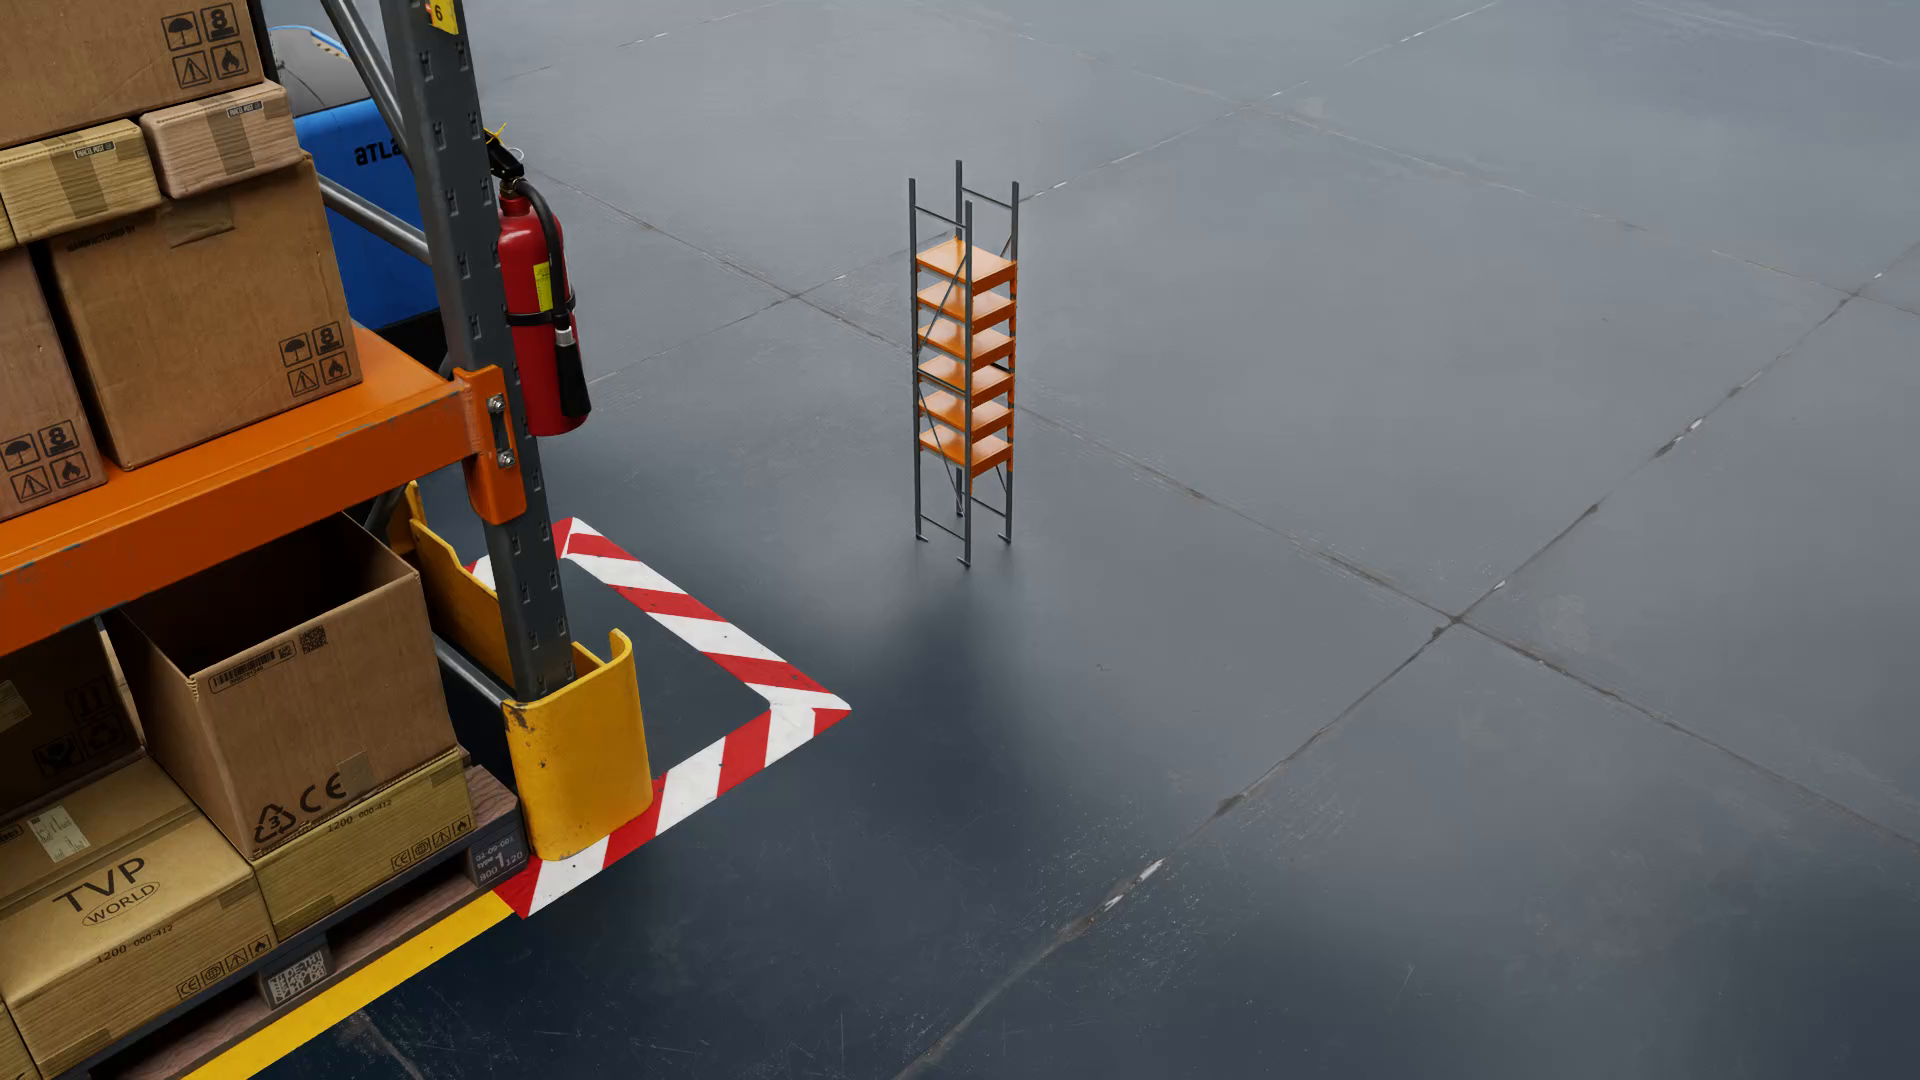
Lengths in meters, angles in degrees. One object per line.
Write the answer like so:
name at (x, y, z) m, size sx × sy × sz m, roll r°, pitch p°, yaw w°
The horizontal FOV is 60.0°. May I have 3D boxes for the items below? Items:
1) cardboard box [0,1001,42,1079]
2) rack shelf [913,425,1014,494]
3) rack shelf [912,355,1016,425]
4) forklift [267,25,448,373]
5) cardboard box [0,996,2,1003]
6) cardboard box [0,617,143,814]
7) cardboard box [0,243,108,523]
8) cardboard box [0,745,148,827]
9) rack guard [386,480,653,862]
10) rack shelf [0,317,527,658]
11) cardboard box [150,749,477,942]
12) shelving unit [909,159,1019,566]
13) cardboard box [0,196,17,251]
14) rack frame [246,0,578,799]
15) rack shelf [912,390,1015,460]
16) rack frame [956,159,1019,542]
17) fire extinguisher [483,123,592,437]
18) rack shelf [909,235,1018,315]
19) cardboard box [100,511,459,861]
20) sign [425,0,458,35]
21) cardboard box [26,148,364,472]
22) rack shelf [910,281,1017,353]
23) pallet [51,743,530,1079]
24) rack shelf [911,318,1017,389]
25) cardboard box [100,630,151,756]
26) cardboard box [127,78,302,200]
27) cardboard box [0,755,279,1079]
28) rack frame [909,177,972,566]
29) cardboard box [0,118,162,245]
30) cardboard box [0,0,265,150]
cardboard box at (-2.179, 0.988, 3.247) m, size 0.500 × 0.250 × 0.500 m, roll 30°, pitch 45°, yaw 35°
rack shelf at (0.010, -0.265, 5.078) m, size 0.258 × 0.103 × 0.180 m, roll 30°, pitch 45°, yaw 35°
rack shelf at (0.010, -0.462, 4.941) m, size 0.258 × 0.103 × 0.180 m, roll 30°, pitch 45°, yaw 35°
forklift at (-3.190, -1.459, 4.779) m, size 3.031 × 2.935 × 1.130 m, roll -28°, pitch 43°, yaw -34°
cardboard box at (-2.177, 0.682, 3.031) m, size 0.500 × 0.500 × 0.500 m, roll 30°, pitch 45°, yaw 35°
cardboard box at (-2.203, 0.264, 3.630) m, size 0.500 × 0.500 × 0.500 m, roll 30°, pitch 45°, yaw 35°
cardboard box at (-2.021, -0.357, 3.052) m, size 0.500 × 0.500 × 0.700 m, roll -29°, pitch 44°, yaw -35°
cardboard box at (-2.202, 0.573, 3.843) m, size 0.500 × 0.250 × 0.500 m, roll 30°, pitch 45°, yaw 35°
rack guard at (-1.300, 0.300, 4.383) m, size 1.175 × 0.500 × 0.348 m, roll 30°, pitch 45°, yaw 35°
rack shelf at (-2.726, 0.391, 2.695) m, size 1.077 × 0.370 × 4.000 m, roll 30°, pitch 45°, yaw 35°
cardboard box at (-1.485, 0.577, 3.837) m, size 0.500 × 0.250 × 0.500 m, roll 30°, pitch 45°, yaw 35°
shelving unit at (0.010, -0.498, 4.915) m, size 0.258 × 1.200 × 0.189 m, roll 30°, pitch 45°, yaw 35°
cardboard box at (-1.814, -0.580, 2.805) m, size 0.380 × 0.149 × 0.250 m, roll 29°, pitch 44°, yaw 35°
rack frame at (-1.317, -0.715, 3.654) m, size 1.000 × 3.000 × 0.127 m, roll 30°, pitch 45°, yaw 35°
rack shelf at (0.010, -0.363, 5.009) m, size 0.258 × 0.103 × 0.180 m, roll 30°, pitch 45°, yaw 35°
rack frame at (0.075, -0.535, 4.968) m, size 0.240 × 1.200 × 0.006 m, roll 30°, pitch 45°, yaw 35°
fire extinguisher at (-0.904, -0.545, 3.476) m, size 0.296 × 0.674 × 0.183 m, roll 30°, pitch 45°, yaw 35°
rack shelf at (0.010, -0.757, 4.735) m, size 0.258 × 0.103 × 0.180 m, roll 30°, pitch 45°, yaw 35°
cardboard box at (-1.483, 0.270, 3.621) m, size 0.500 × 0.500 × 0.500 m, roll 30°, pitch 45°, yaw 35°
sign at (-0.941, -1.063, 2.933) m, size 0.100 × 0.325 × 0.005 m, roll 30°, pitch 45°, yaw 35°
cardboard box at (-1.654, -0.572, 3.361) m, size 0.700 × 0.500 × 0.500 m, roll 30°, pitch 45°, yaw 35°
rack shelf at (0.010, -0.658, 4.803) m, size 0.258 × 0.103 × 0.180 m, roll 30°, pitch 45°, yaw 35°
pallet at (-1.826, 0.756, 3.982) m, size 1.003 × 0.211 × 1.213 m, roll 30°, pitch 45°, yaw 35°
rack shelf at (0.010, -0.560, 4.872) m, size 0.258 × 0.103 × 0.180 m, roll 30°, pitch 45°, yaw 35°
cardboard box at (-1.852, 0.368, 4.137) m, size 0.500 × 0.250 × 0.500 m, roll 30°, pitch 45°, yaw 35°
cardboard box at (-1.450, -0.791, 3.107) m, size 0.380 × 0.149 × 0.250 m, roll 29°, pitch 44°, yaw 35°
cardboard box at (-1.828, 0.785, 3.539) m, size 0.500 × 0.250 × 0.500 m, roll 30°, pitch 45°, yaw 35°
rack frame at (-0.054, -0.461, 4.862) m, size 0.240 × 1.200 × 0.006 m, roll 30°, pitch 45°, yaw 35°
cardboard box at (-1.634, -0.684, 2.954) m, size 0.250 × 0.149 × 0.380 m, roll -29°, pitch 44°, yaw -35°
cardboard box at (-1.692, -1.083, 2.959) m, size 0.500 × 0.500 × 0.700 m, roll -30°, pitch 45°, yaw -35°
